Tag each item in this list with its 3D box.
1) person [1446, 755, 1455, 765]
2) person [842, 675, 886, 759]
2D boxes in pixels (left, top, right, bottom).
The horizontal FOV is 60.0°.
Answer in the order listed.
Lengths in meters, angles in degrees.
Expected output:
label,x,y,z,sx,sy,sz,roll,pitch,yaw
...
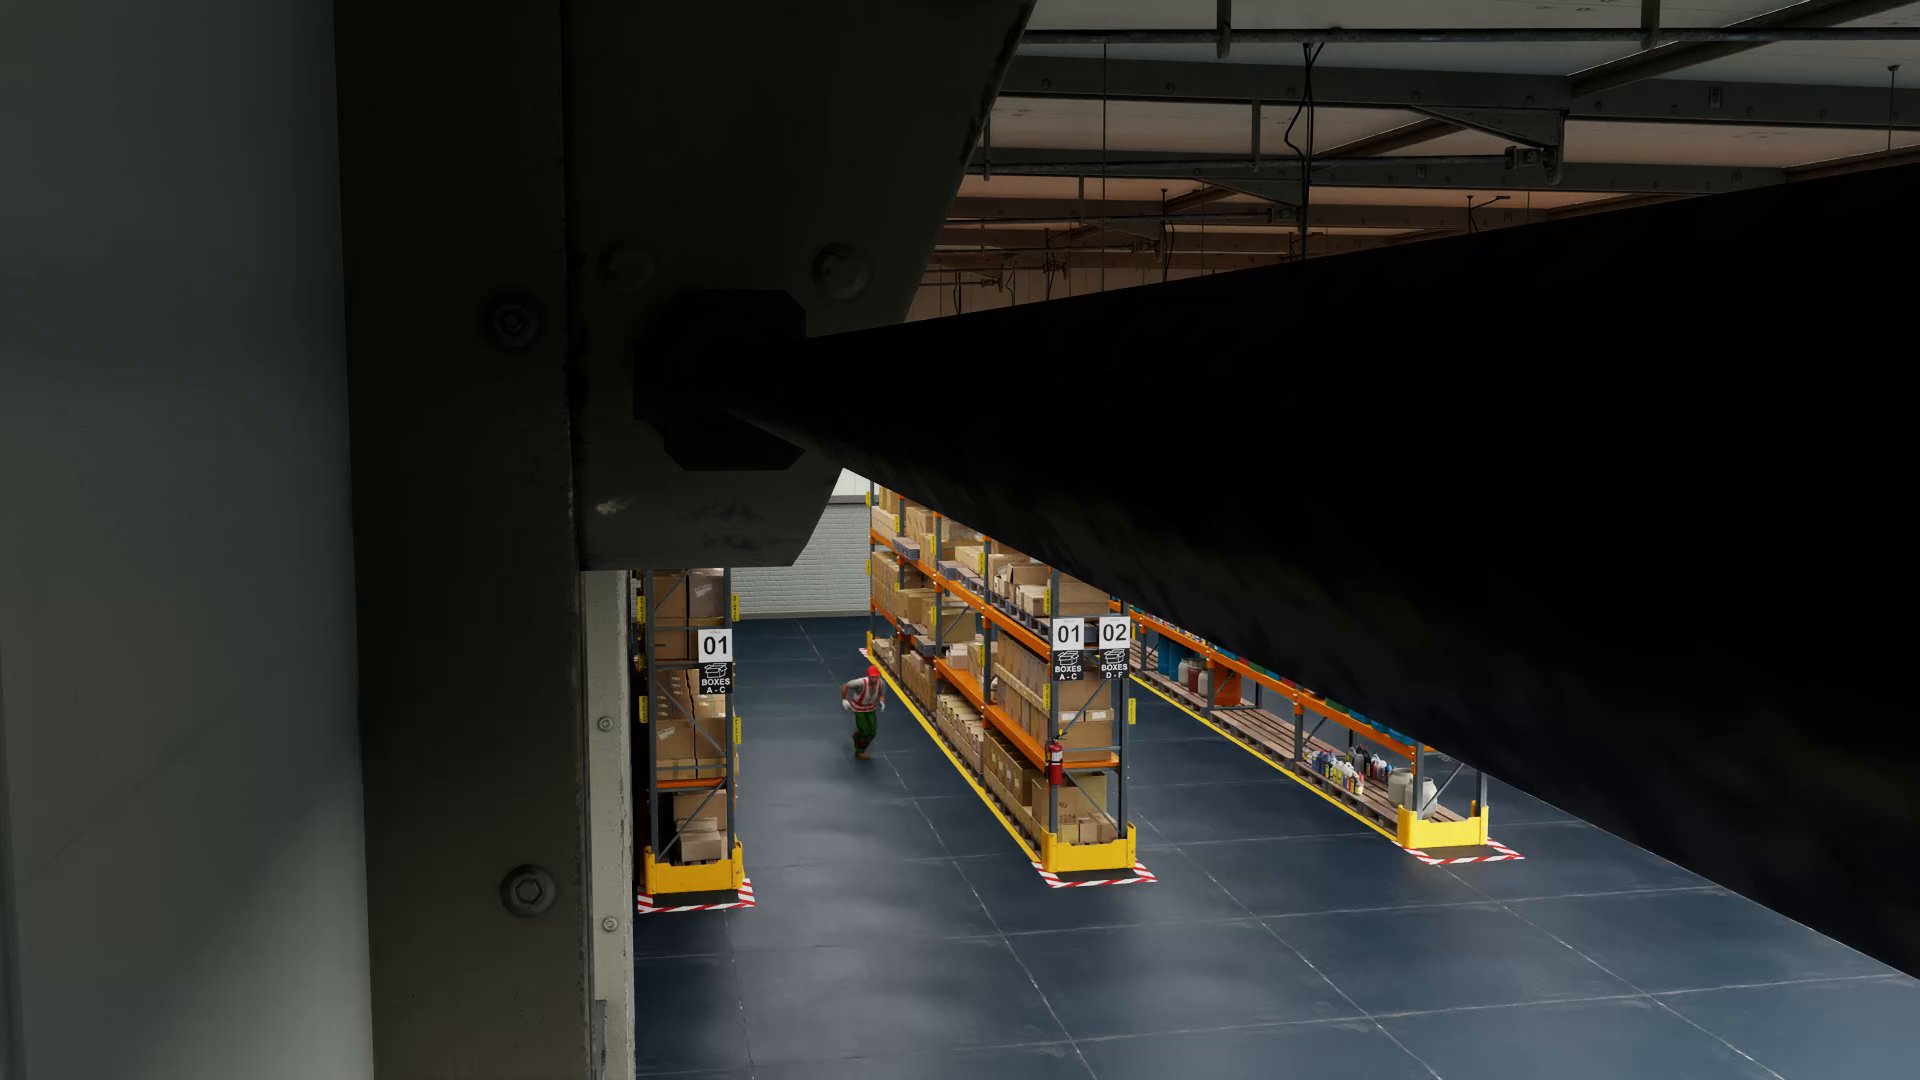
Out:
label,x,y,z,sx,sy,sz,roll,pitch,yaw
person,7.764,2.792,26.863,0.577,1.546,0.920,-2,6,-21
person,-1.538,2.790,26.643,0.692,1.543,0.753,-3,7,-30
